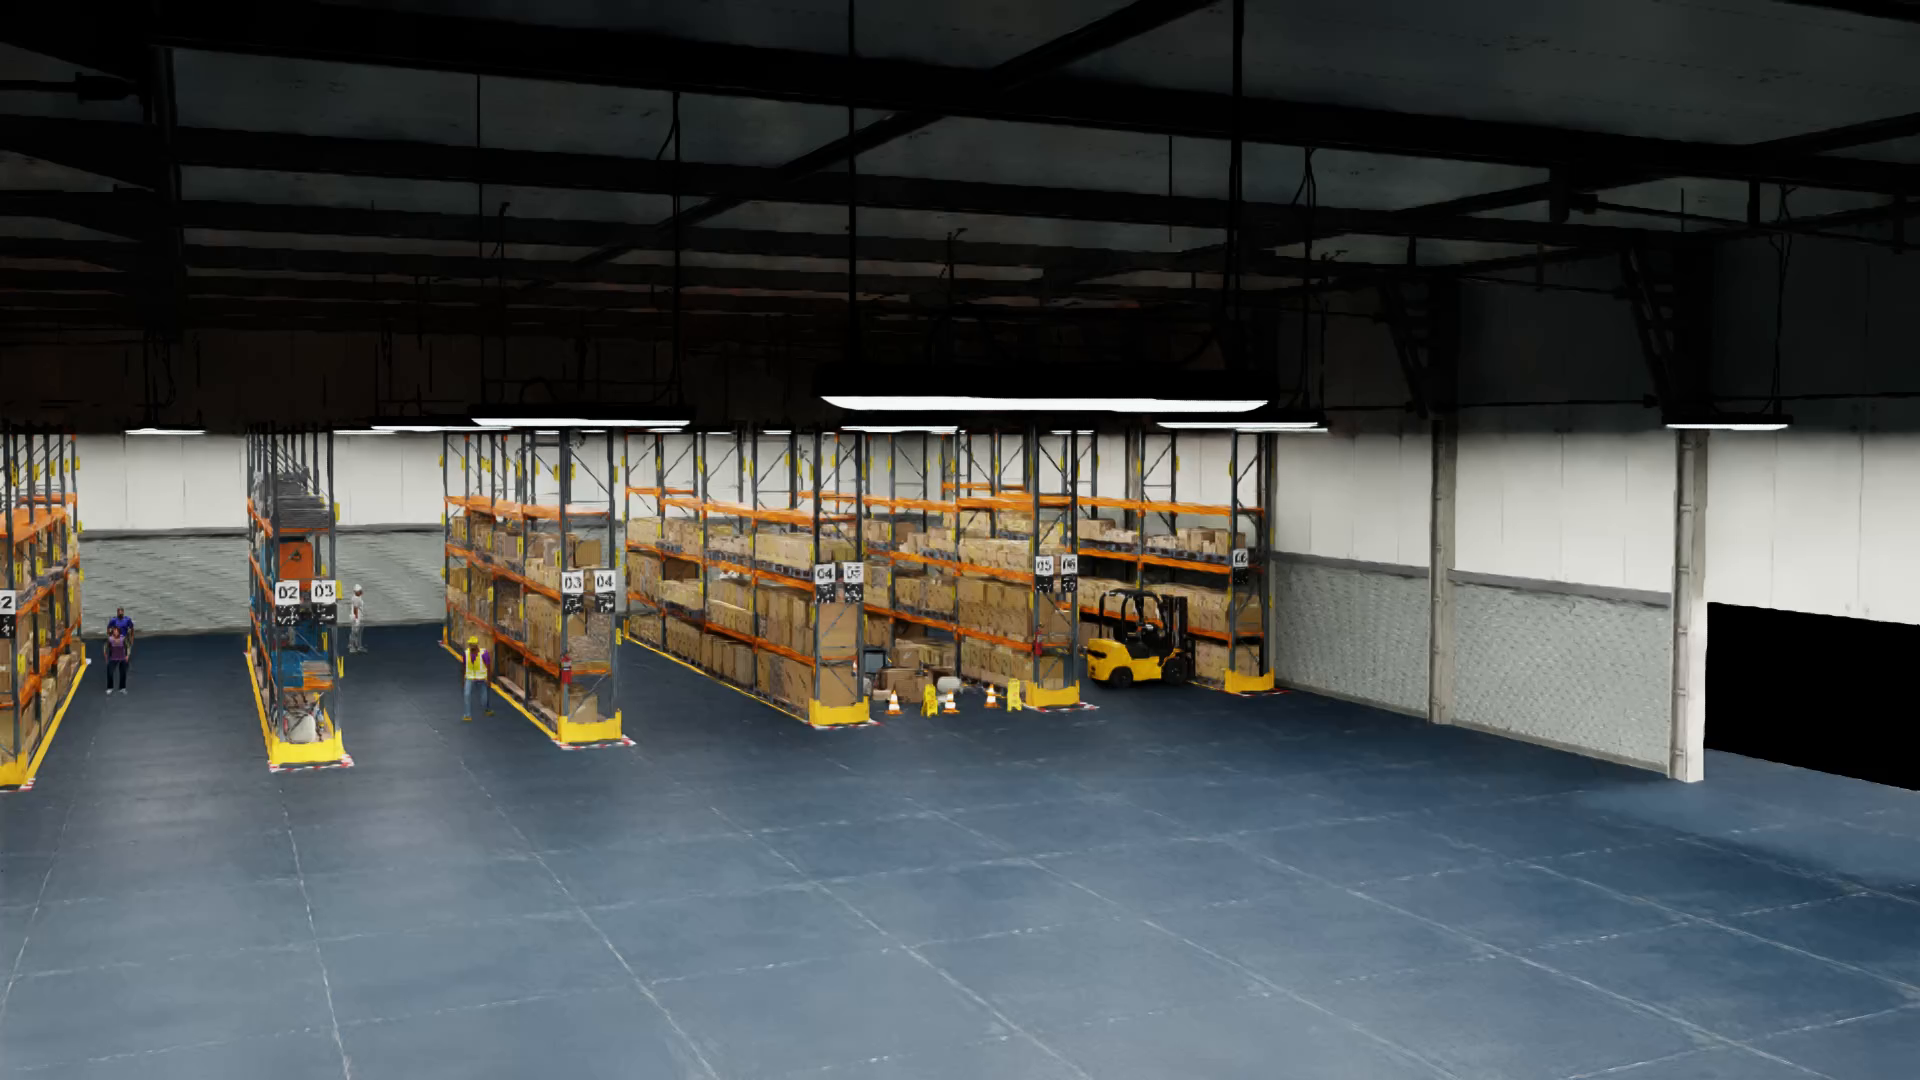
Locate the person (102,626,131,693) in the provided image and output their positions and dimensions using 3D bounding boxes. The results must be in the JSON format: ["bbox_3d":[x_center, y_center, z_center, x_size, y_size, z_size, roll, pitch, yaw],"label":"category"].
[{"bbox_3d":[-18.722,2.651,36.922,0.566,1.541,0.519,-2,4,-27],"label":"person"}]

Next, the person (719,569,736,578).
[{"bbox_3d":[-7.251,1.595,52.160,0.640,1.789,0.541,2,4,27],"label":"person"}]

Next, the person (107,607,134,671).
[{"bbox_3d":[-20.374,2.460,40.389,0.592,1.495,0.513,-2,4,-27],"label":"person"}]

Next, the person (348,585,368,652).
[{"bbox_3d":[-15.958,2.072,44.053,0.495,1.785,0.654,-1,4,-18],"label":"person"}]

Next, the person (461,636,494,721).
[{"bbox_3d":[-9.770,2.774,33.614,0.616,1.712,0.970,0,4,-4],"label":"person"}]
